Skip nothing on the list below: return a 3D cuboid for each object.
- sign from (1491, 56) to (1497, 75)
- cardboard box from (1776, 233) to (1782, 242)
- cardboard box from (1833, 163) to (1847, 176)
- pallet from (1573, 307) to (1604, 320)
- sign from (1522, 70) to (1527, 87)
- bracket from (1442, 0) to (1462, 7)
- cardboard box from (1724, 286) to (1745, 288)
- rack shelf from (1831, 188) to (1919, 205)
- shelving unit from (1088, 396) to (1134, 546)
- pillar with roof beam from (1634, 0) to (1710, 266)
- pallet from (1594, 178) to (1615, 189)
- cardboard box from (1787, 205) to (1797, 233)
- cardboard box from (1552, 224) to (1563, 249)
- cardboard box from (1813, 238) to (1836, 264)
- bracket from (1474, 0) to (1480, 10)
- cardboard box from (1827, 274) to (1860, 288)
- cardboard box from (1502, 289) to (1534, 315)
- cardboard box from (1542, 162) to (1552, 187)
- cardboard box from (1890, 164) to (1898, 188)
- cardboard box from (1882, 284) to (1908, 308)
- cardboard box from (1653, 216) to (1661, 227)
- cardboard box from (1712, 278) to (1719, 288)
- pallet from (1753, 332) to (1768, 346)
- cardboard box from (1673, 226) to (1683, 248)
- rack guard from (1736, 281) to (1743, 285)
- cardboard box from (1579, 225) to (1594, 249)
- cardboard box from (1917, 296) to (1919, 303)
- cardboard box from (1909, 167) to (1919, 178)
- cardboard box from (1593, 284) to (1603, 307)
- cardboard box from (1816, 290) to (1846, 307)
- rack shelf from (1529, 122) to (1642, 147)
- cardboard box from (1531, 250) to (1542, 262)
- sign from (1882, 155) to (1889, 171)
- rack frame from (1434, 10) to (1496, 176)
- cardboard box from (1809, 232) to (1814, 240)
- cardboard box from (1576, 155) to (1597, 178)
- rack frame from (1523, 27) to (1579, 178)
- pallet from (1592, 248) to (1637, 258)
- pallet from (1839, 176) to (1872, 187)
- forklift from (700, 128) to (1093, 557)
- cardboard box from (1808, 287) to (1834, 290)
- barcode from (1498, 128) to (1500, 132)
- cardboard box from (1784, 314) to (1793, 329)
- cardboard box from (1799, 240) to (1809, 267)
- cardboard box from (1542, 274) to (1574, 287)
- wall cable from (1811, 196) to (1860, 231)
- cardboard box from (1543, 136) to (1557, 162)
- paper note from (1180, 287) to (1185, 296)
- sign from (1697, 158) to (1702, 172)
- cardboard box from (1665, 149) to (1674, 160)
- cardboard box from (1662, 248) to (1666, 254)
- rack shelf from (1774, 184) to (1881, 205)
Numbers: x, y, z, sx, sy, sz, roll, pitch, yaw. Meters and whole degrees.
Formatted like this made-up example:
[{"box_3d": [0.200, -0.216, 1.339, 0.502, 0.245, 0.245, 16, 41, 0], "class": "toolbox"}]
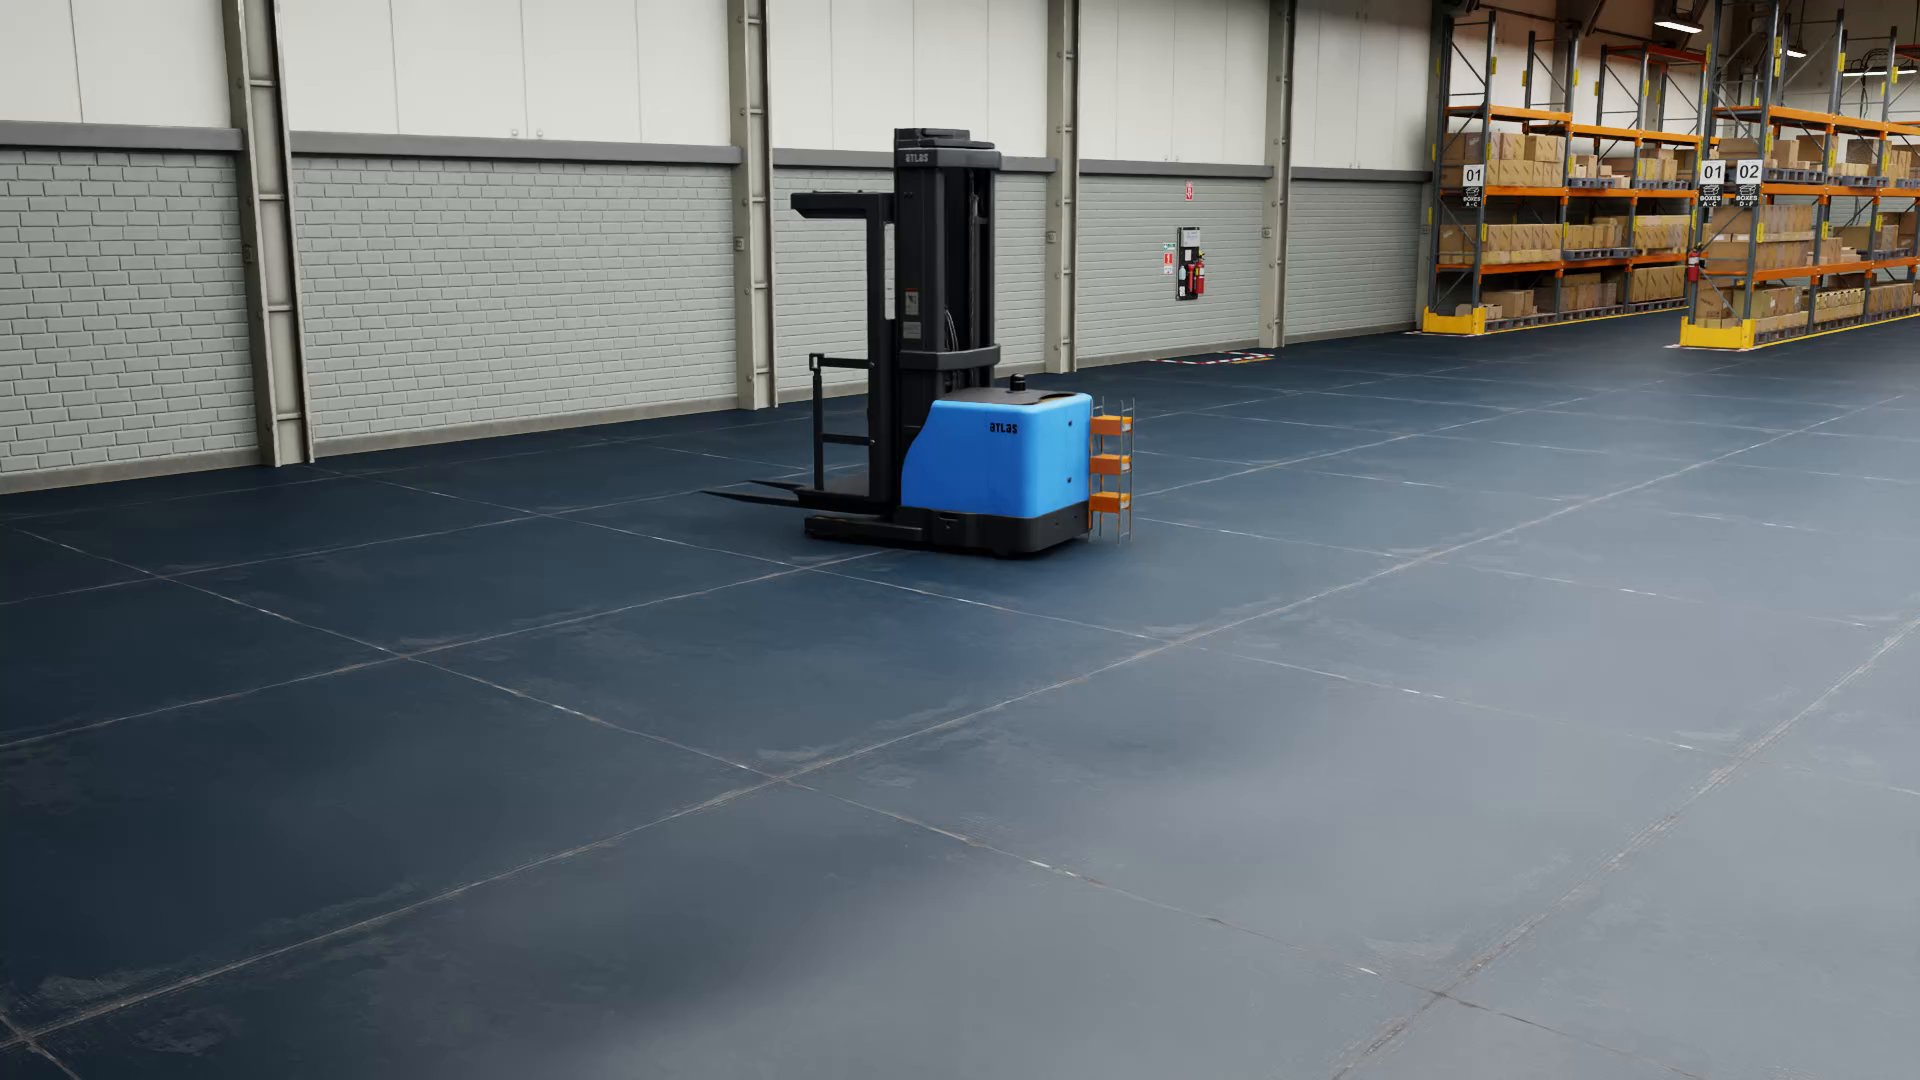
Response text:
[{"box_3d": [10.007, -8.892, 31.169, 0.100, 0.325, 0.005, 10, 15, 40], "class": "sign"}, {"box_3d": [14.593, -5.470, 30.030, 0.380, 0.149, 0.250, 10, 15, 40], "class": "cardboard box"}, {"box_3d": [17.272, -7.349, 32.999, 0.500, 0.250, 0.500, 8, 14, 36], "class": "cardboard box"}, {"box_3d": [13.558, -5.040, 36.904, 1.003, 0.211, 1.213, 10, 15, 40], "class": "pallet"}, {"box_3d": [11.820, -9.661, 34.815, 0.100, 0.325, 0.005, 10, 15, 40], "class": "sign"}, {"box_3d": [9.405, -10.338, 31.808, 0.235, 0.232, 0.430, 10, 15, 40], "class": "bracket"}, {"box_3d": [14.434, -4.449, 30.860, 0.500, 0.500, 0.500, 10, 15, 40], "class": "cardboard box"}, {"box_3d": [19.924, -7.473, 36.147, 1.077, 0.370, 4.000, 10, 15, 40], "class": "rack shelf"}, {"box_3d": [1.093, -0.501, 12.041, 0.252, 1.050, 0.215, 7, 13, 31], "class": "shelving unit"}, {"box_3d": [20.567, -9.889, 38.748, 9.100, 9.000, 0.548, 10, 15, 40], "class": "pillar with roof beam"}, {"box_3d": [13.410, -7.721, 36.030, 1.213, 0.211, 1.003, 10, 15, 40], "class": "pallet"}, {"box_3d": [15.012, -5.943, 30.741, 0.700, 0.500, 0.500, 10, 15, 40], "class": "cardboard box"}, {"box_3d": [12.161, -6.307, 34.545, 0.500, 0.500, 0.500, 10, 15, 40], "class": "cardboard box"}, {"box_3d": [17.161, -5.783, 33.253, 0.500, 0.500, 0.500, 10, 15, 40], "class": "cardboard box"}, {"box_3d": [9.953, -10.461, 32.419, 0.235, 0.232, 0.430, 10, 15, 40], "class": "bracket"}, {"box_3d": [19.079, -5.595, 35.910, 0.500, 0.250, 0.500, 11, 15, 42], "class": "cardboard box"}, {"box_3d": [11.585, -4.944, 34.565, 0.500, 0.500, 0.500, 8, 14, 36], "class": "cardboard box"}, {"box_3d": [11.749, -7.463, 33.952, 0.500, 0.500, 0.500, 8, 14, 36], "class": "cardboard box"}, {"box_3d": [19.547, -7.801, 35.695, 0.910, 0.500, 0.500, 10, 15, 40], "class": "cardboard box"}, {"box_3d": [20.802, -5.458, 37.137, 0.500, 0.500, 0.500, 10, 15, 41], "class": "cardboard box"}, {"box_3d": [16.055, -7.460, 38.921, 0.500, 0.250, 0.500, 10, 15, 41], "class": "cardboard box"}, {"box_3d": [19.113, -6.594, 42.877, 0.700, 0.500, 0.500, 9, 14, 39], "class": "cardboard box"}, {"box_3d": [13.797, -3.634, 29.867, 1.003, 0.211, 1.213, 10, 15, 40], "class": "pallet"}, {"box_3d": [17.076, -7.317, 40.121, 0.500, 0.500, 0.500, 10, 15, 41], "class": "cardboard box"}, {"box_3d": [20.177, -6.655, 44.256, 1.175, 0.500, 0.348, 10, 15, 40], "class": "rack guard"}, {"box_3d": [13.387, -6.629, 36.366, 0.500, 0.500, 0.700, -10, 15, -40], "class": "cardboard box"}, {"box_3d": [22.248, -5.638, 38.890, 0.380, 0.166, 0.250, 10, 15, 40], "class": "cardboard box"}, {"box_3d": [21.752, -8.331, 37.712, 0.500, 0.250, 0.500, 10, 15, 40], "class": "cardboard box"}, {"box_3d": [14.017, -5.517, 37.434, 0.700, 0.500, 0.500, 10, 15, 40], "class": "cardboard box"}, {"box_3d": [17.438, -4.860, 33.400, 0.500, 0.311, 0.500, 10, 15, 42], "class": "cardboard box"}, {"box_3d": [13.561, -8.799, 36.149, 1.077, 0.370, 4.000, 10, 15, 40], "class": "rack shelf"}, {"box_3d": [11.500, -5.791, 33.880, 0.500, 0.250, 0.500, 10, 15, 40], "class": "cardboard box"}, {"box_3d": [19.016, -7.751, 34.179, 0.100, 0.325, 0.005, 10, 15, 40], "class": "sign"}, {"box_3d": [9.600, -8.465, 31.620, 1.000, 3.000, 0.127, 10, 15, 40], "class": "rack frame"}, {"box_3d": [15.945, -5.772, 31.538, 0.380, 0.149, 0.250, 10, 15, 40], "class": "cardboard box"}, {"box_3d": [13.475, -8.089, 36.069, 0.500, 0.500, 0.500, 9, 14, 38], "class": "cardboard box"}, {"box_3d": [12.240, -9.054, 34.567, 1.000, 3.000, 0.127, 10, 15, 40], "class": "rack frame"}, {"box_3d": [14.490, -6.488, 37.525, 1.213, 0.211, 1.003, 10, 15, 40], "class": "pallet"}, {"box_3d": [17.487, -7.163, 33.238, 1.003, 0.211, 1.213, 11, 16, 43], "class": "pallet"}, {"box_3d": [-0.557, -1.511, 12.291, 3.031, 2.935, 1.130, 6, 13, 29], "class": "forklift"}, {"box_3d": [18.038, -5.154, 34.874, 0.500, 0.311, 0.500, 10, 15, 42], "class": "cardboard box"}, {"box_3d": [11.000, -8.366, 33.929, 0.001, 0.075, 0.075, 10, 15, 40], "class": "barcode"}, {"box_3d": [15.165, -4.085, 30.956, 0.500, 0.250, 0.500, 10, 15, 40], "class": "cardboard box"}, {"box_3d": [15.676, -5.455, 31.609, 0.700, 0.500, 0.500, 9, 15, 39], "class": "cardboard box"}, {"box_3d": [13.002, -5.645, 36.162, 0.500, 0.250, 0.500, 9, 15, 39], "class": "cardboard box"}, {"box_3d": [24.164, -10.083, 47.645, 3.097, 2.526, 0.112, 10, 15, 40], "class": "wall cable"}, {"box_3d": [11.757, -7.941, 33.793, 0.500, 0.500, 0.500, 11, 16, 43], "class": "cardboard box"}, {"box_3d": [3.623, -4.048, 27.068, 0.016, 0.148, 0.142, 10, 15, 40], "class": "paper note"}, {"box_3d": [17.935, -9.099, 40.328, 0.100, 0.325, 0.005, 10, 15, 40], "class": "sign"}, {"box_3d": [16.842, -9.280, 40.064, 0.500, 0.250, 0.500, -11, 16, -43], "class": "cardboard box"}, {"box_3d": [16.639, -6.908, 39.730, 0.380, 0.149, 0.250, 9, 15, 39], "class": "cardboard box"}, {"box_3d": [17.284, -6.885, 33.200, 1.077, 0.370, 4.000, 10, 15, 40], "class": "rack shelf"}]
